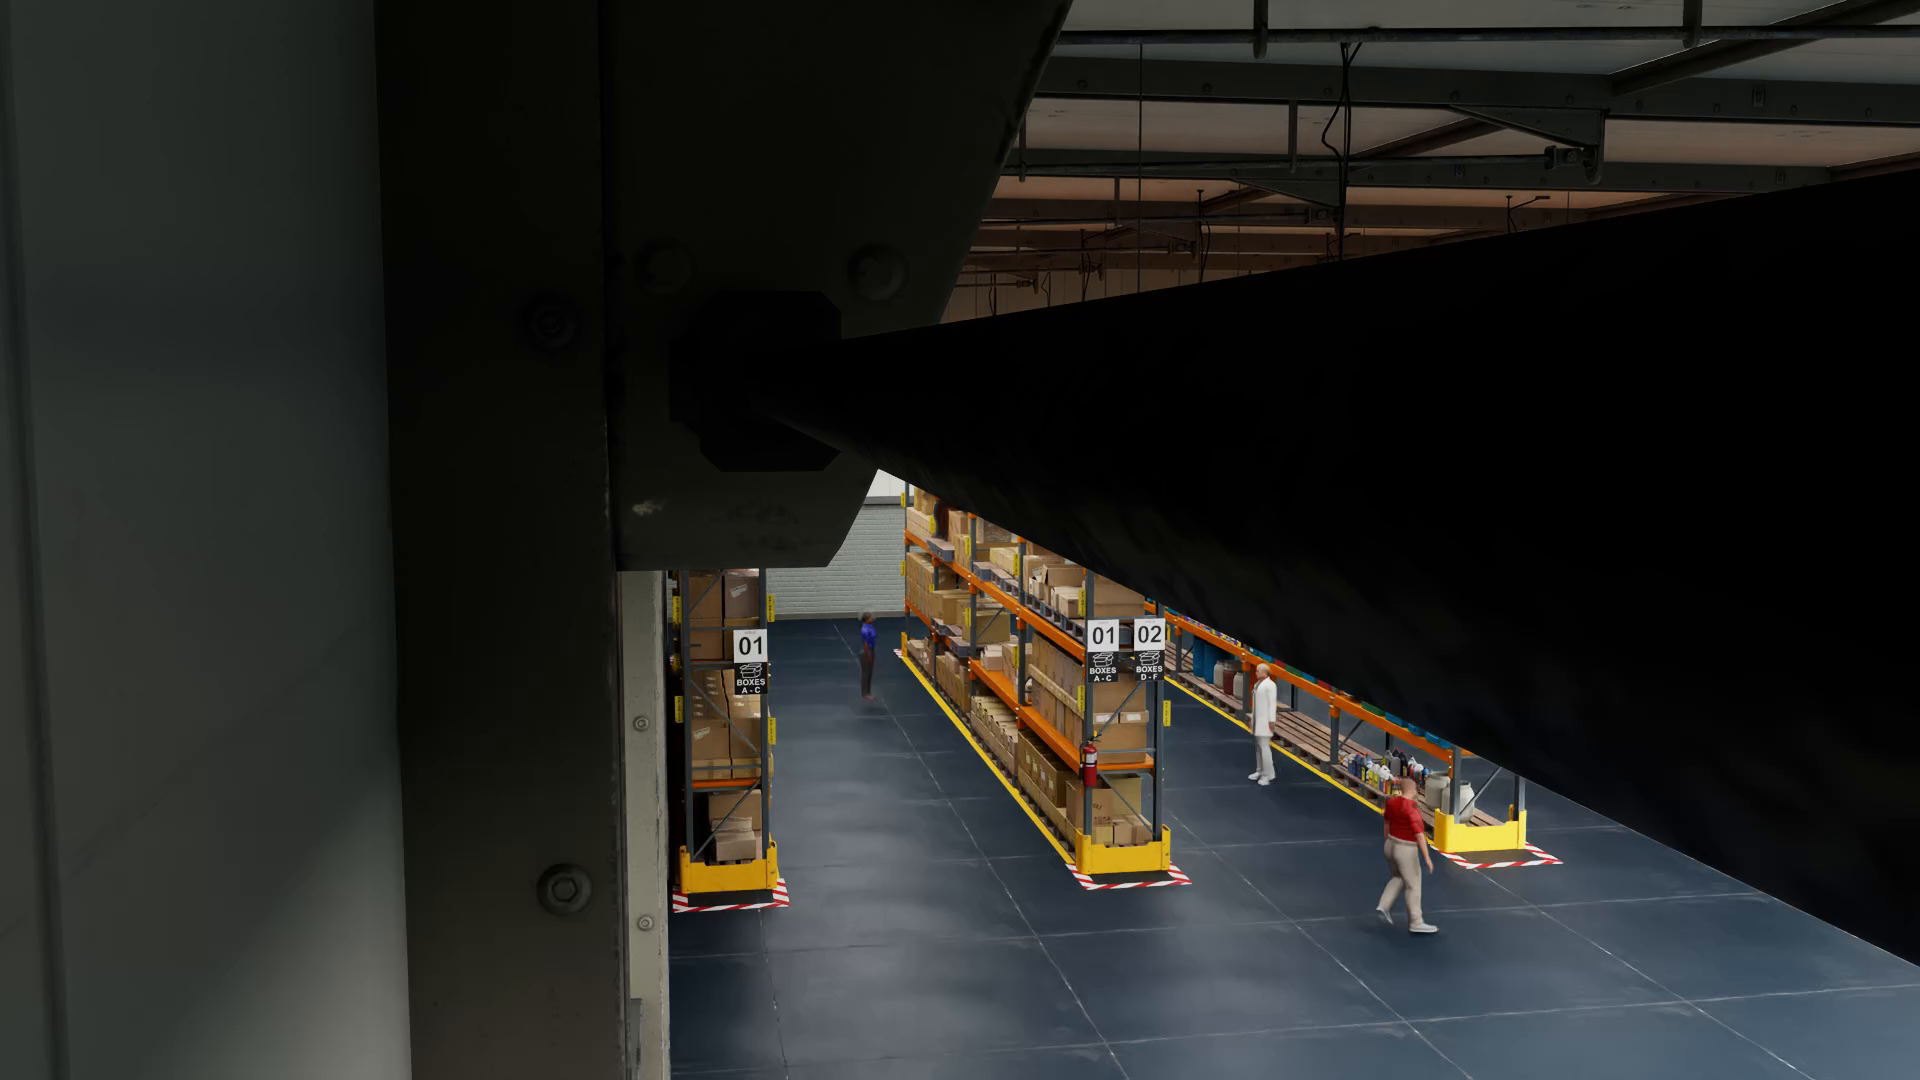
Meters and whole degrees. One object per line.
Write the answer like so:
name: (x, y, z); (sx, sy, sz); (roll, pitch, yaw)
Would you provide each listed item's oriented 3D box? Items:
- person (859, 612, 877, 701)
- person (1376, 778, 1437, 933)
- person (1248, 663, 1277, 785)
person: (-1.711, 2.147, 30.946); (0.328, 1.661, 0.504); (1, 6, 11)
person: (5.021, 3.532, 18.713); (0.592, 1.729, 0.654); (-2, 6, -22)
person: (4.619, 2.811, 25.539); (0.400, 1.828, 0.657); (-1, 6, -11)
